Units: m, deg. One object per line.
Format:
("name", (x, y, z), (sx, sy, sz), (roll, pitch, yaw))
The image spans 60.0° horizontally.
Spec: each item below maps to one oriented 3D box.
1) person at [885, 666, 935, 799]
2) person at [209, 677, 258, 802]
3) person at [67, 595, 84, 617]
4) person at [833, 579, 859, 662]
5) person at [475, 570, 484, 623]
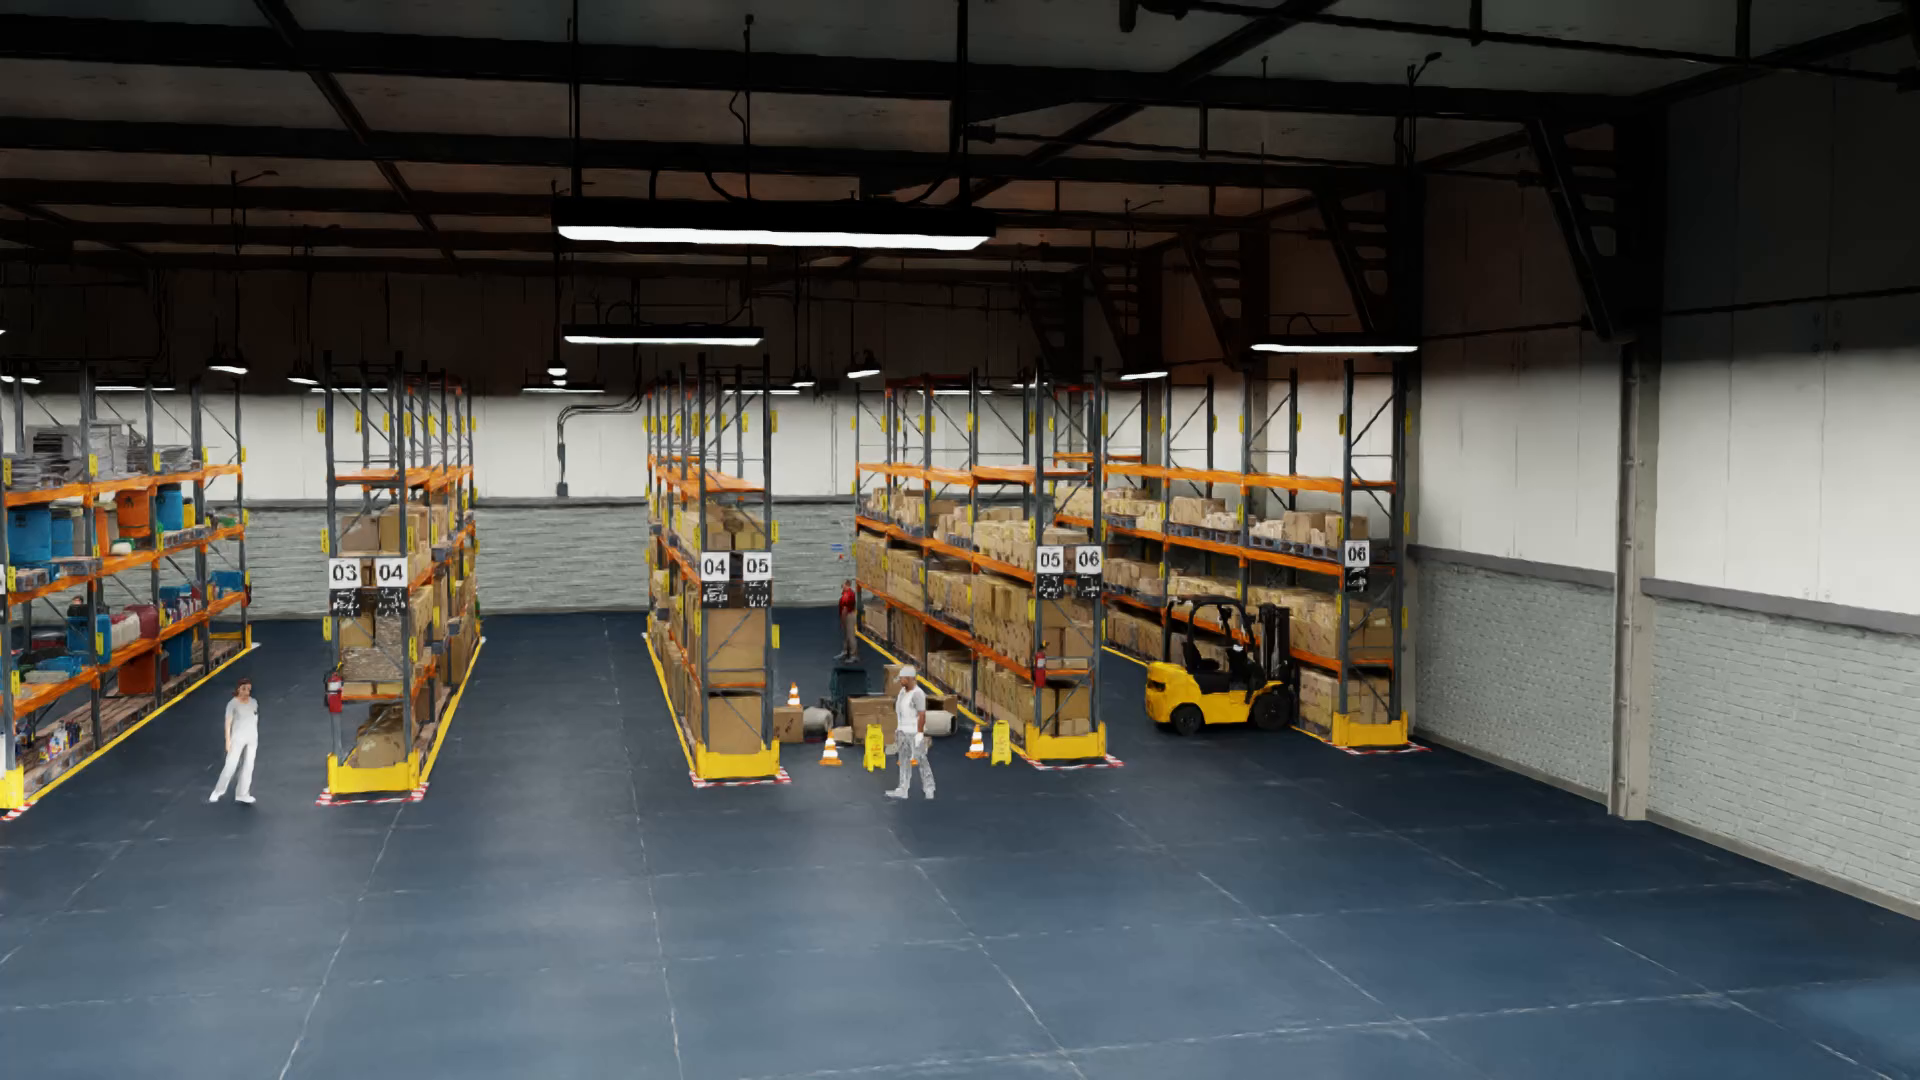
("person", (-0.651, 2.568, 22.236), (0.552, 1.789, 0.679), (-2, 5, -31))
("person", (-9.564, 2.641, 21.915), (0.489, 1.665, 0.625), (3, 5, 37))
("person", (-17.609, 1.999, 33.239), (0.445, 1.350, 1.109), (-1, 4, -10))
("person", (-2.403, 1.684, 35.108), (0.603, 1.720, 0.674), (0, 4, 6))
("person", (-12.382, 1.232, 41.678), (0.670, 1.715, 0.827), (-2, 5, -31))
